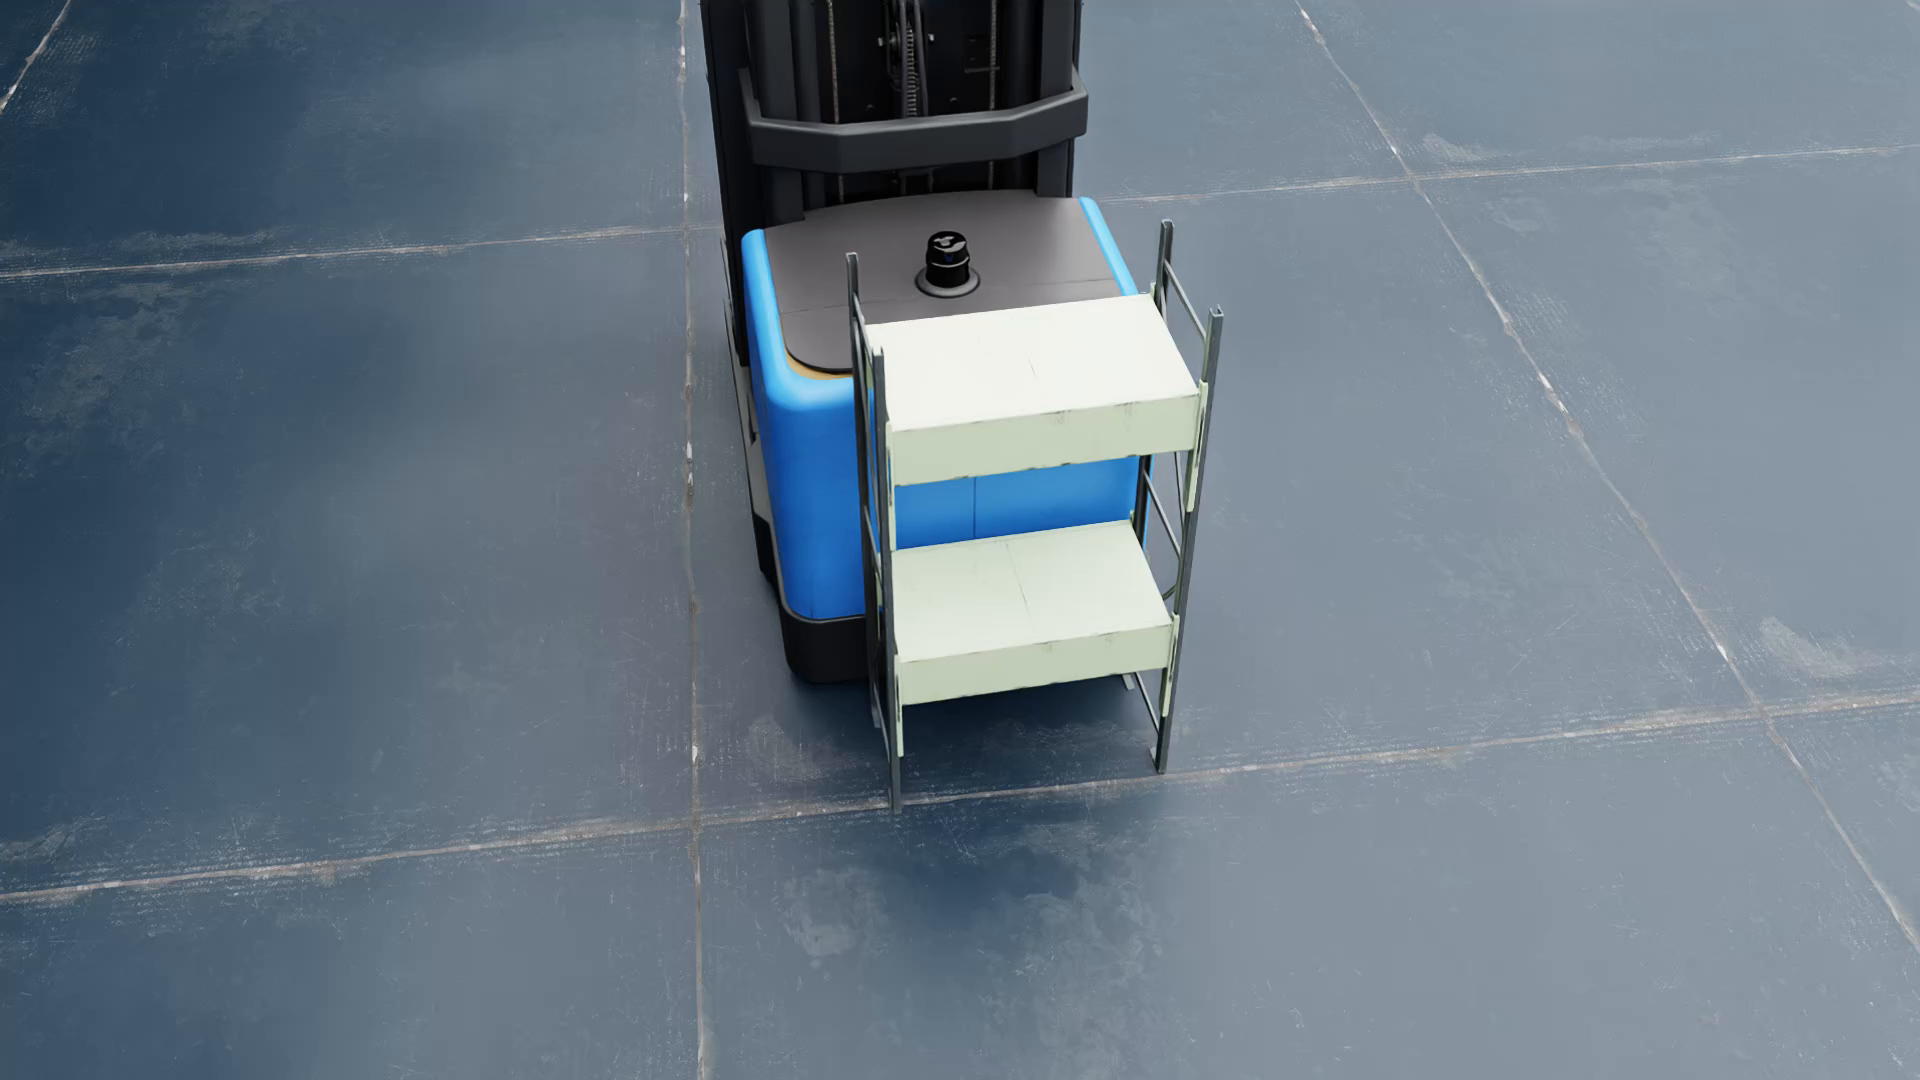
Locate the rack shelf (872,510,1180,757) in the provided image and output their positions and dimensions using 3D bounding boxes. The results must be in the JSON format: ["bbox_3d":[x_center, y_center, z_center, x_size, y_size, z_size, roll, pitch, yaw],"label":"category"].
[{"bbox_3d":[0.154,0.239,4.352,0.720,0.370,0.431,-8,43,-8],"label":"rack shelf"}]

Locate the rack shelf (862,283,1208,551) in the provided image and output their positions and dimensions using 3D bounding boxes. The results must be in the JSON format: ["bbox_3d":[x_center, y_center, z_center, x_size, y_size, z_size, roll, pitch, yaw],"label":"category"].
[{"bbox_3d":[0.154,-0.293,3.872,0.720,0.370,0.431,-8,43,-8],"label":"rack shelf"}]

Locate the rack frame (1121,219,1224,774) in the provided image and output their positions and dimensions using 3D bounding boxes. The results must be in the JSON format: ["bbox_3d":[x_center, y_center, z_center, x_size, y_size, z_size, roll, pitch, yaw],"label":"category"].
[{"bbox_3d":[0.513,-0.050,4.186,0.023,1.500,0.400,-8,43,-8],"label":"rack frame"}]

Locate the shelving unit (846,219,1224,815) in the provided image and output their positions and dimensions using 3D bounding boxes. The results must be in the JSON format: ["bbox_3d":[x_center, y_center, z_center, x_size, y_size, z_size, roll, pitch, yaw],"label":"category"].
[{"bbox_3d":[0.154,-0.003,4.133,0.755,1.500,0.431,-8,43,-8],"label":"shelving unit"}]

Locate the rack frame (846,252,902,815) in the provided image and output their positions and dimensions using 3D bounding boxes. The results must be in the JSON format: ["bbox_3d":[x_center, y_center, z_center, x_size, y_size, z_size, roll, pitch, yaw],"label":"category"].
[{"bbox_3d":[-0.205,0.045,4.081,0.023,1.500,0.400,-8,43,-8],"label":"rack frame"}]

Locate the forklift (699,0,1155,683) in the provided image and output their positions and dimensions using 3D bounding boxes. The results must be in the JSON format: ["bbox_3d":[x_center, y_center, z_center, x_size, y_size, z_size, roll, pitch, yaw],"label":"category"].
[{"bbox_3d":[-0.238,-1.681,4.925,1.130,2.935,3.031,-7,43,-8],"label":"forklift"}]
